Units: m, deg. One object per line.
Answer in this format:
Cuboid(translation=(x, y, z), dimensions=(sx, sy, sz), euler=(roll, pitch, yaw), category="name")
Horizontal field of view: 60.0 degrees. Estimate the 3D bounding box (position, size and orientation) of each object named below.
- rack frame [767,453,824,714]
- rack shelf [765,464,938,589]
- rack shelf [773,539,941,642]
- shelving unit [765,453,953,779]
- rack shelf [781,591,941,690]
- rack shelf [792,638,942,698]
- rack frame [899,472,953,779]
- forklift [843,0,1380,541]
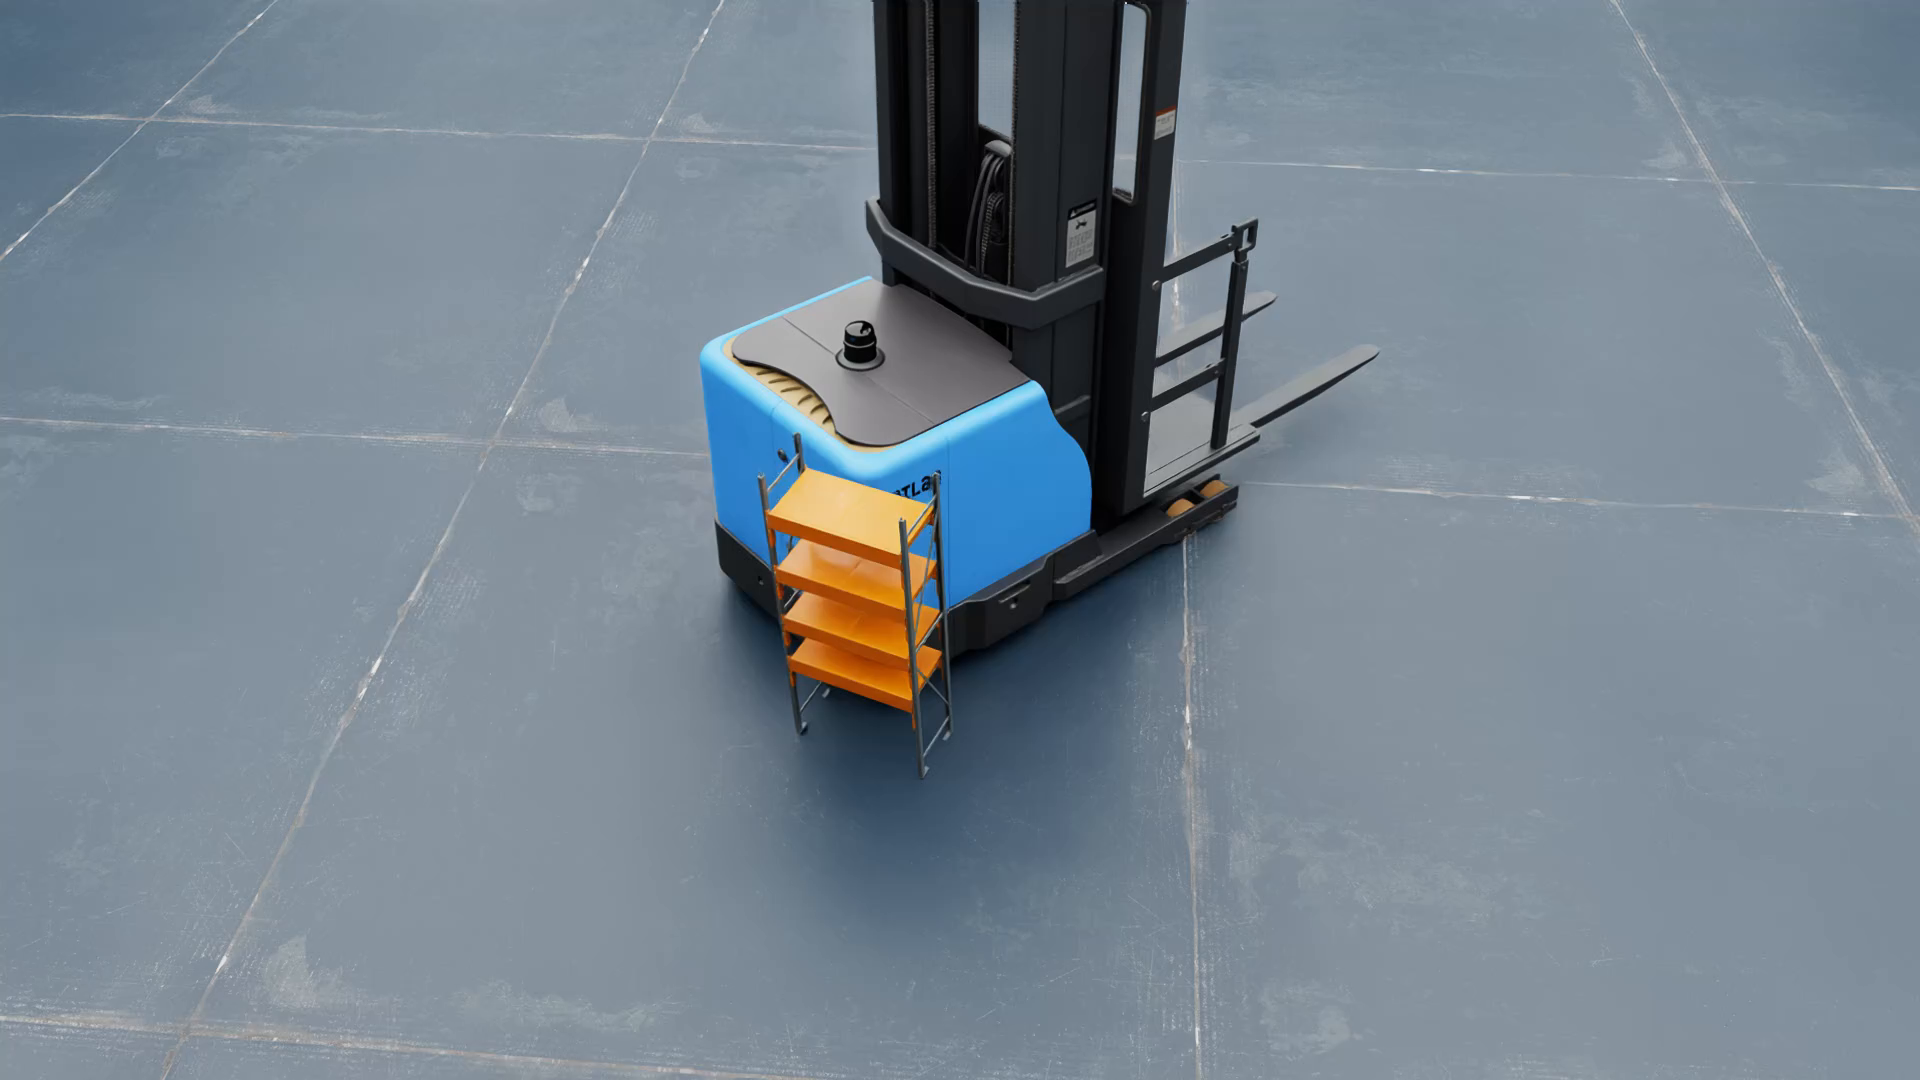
Cuboid(translation=(-0.542, 0.174, 5.572), dimensions=(0.006, 1.046, 0.228), euler=(17, 46, 20), category="rack frame")
Cuboid(translation=(-0.336, -0.046, 5.221), dimensions=(0.480, 0.148, 0.258), euler=(17, 46, 20), category="rack shelf")
Cuboid(translation=(-0.328, 0.127, 5.382), dimensions=(0.480, 0.148, 0.258), euler=(17, 46, 20), category="rack shelf")
Cuboid(translation=(-0.321, 0.242, 5.488), dimensions=(0.499, 1.200, 0.258), euler=(17, 46, 20), category="shelving unit")
Cuboid(translation=(-0.321, 0.291, 5.534), dimensions=(0.480, 0.148, 0.258), euler=(17, 46, 20), category="rack shelf")
Cuboid(translation=(-0.316, 0.397, 5.633), dimensions=(0.457, 0.021, 0.221), euler=(17, 46, 20), category="rack shelf")
Cuboid(translation=(-0.104, 0.309, 5.405), dimensions=(0.015, 1.200, 0.240), euler=(17, 46, 20), category="rack frame")
Cuboid(translation=(0.514, -1.362, 6.102), dimensions=(3.031, 2.935, 1.121), euler=(-28, 47, -30), category="forklift")
